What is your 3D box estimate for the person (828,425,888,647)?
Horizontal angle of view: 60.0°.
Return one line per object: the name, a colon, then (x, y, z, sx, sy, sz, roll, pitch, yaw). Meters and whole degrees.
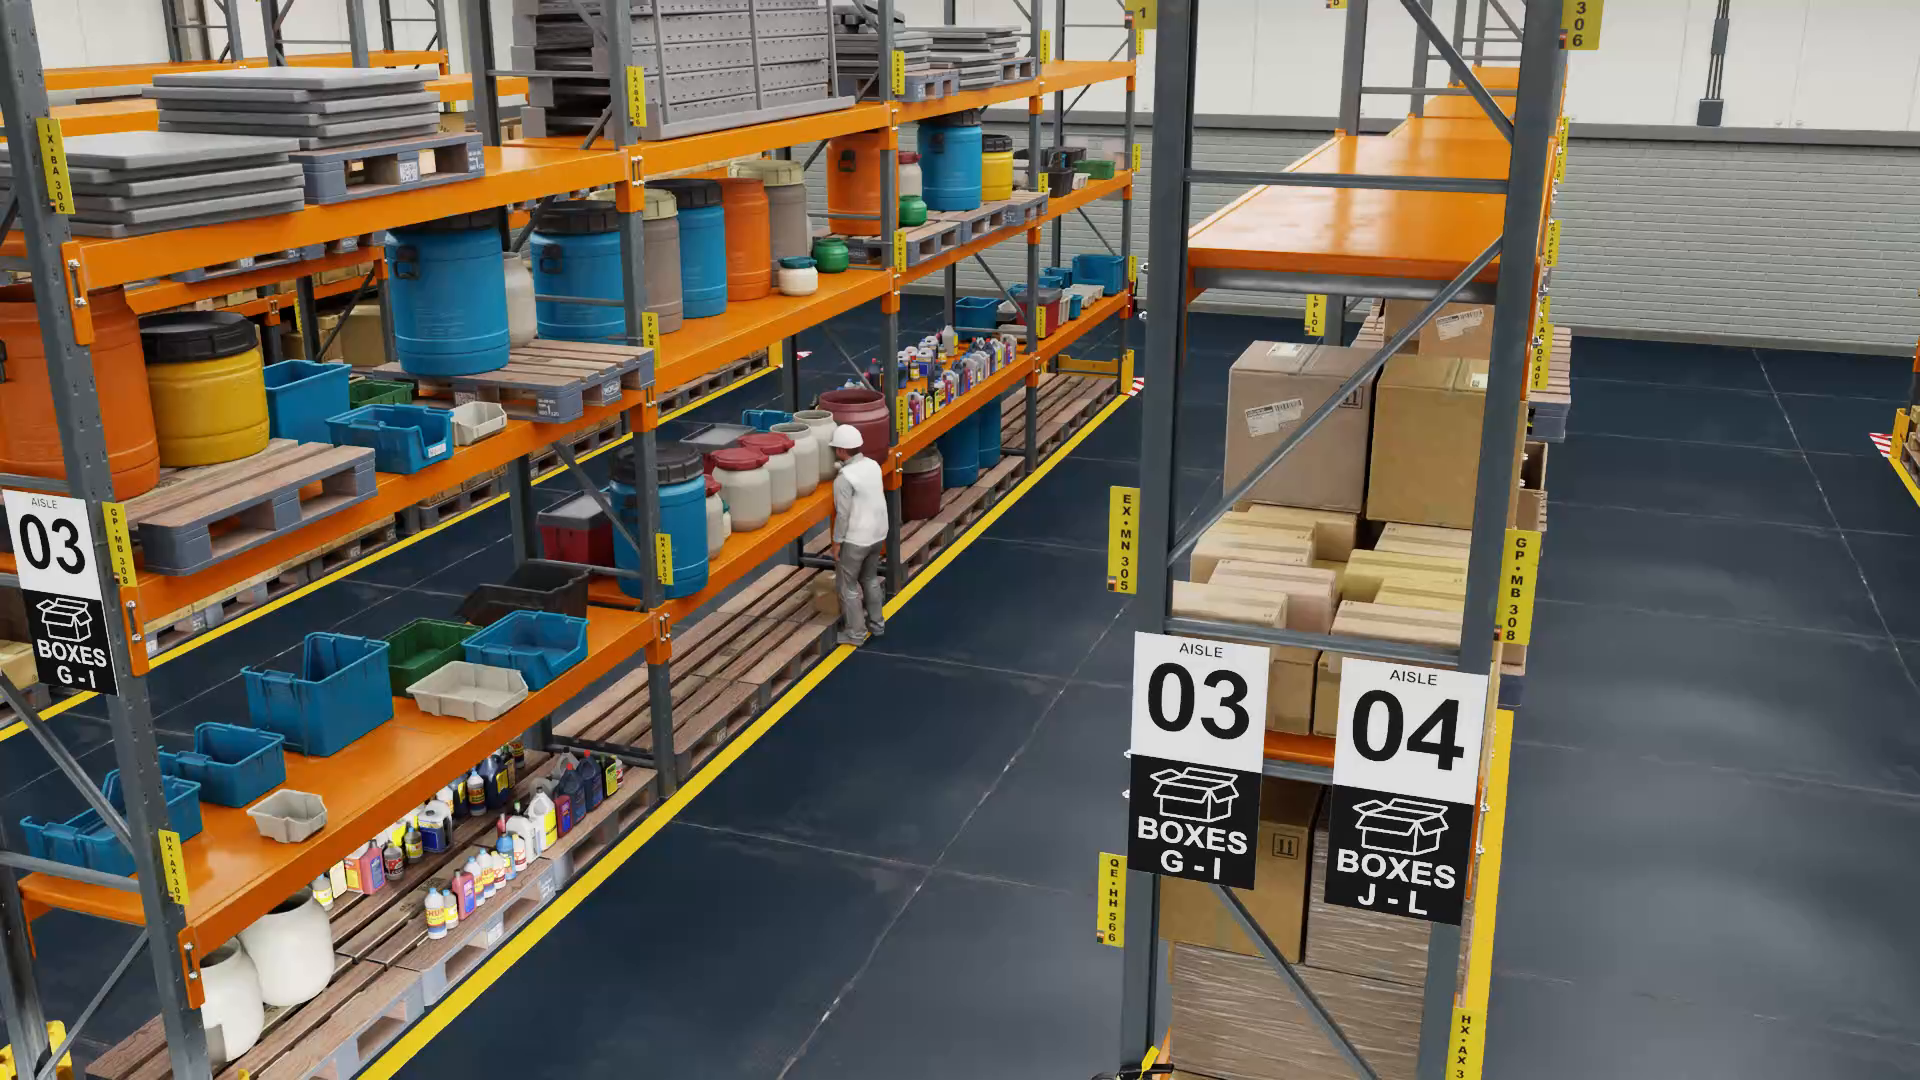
person: (-0.810, -0.041, 13.082, 0.463, 1.770, 0.585, 12, 22, 31)
